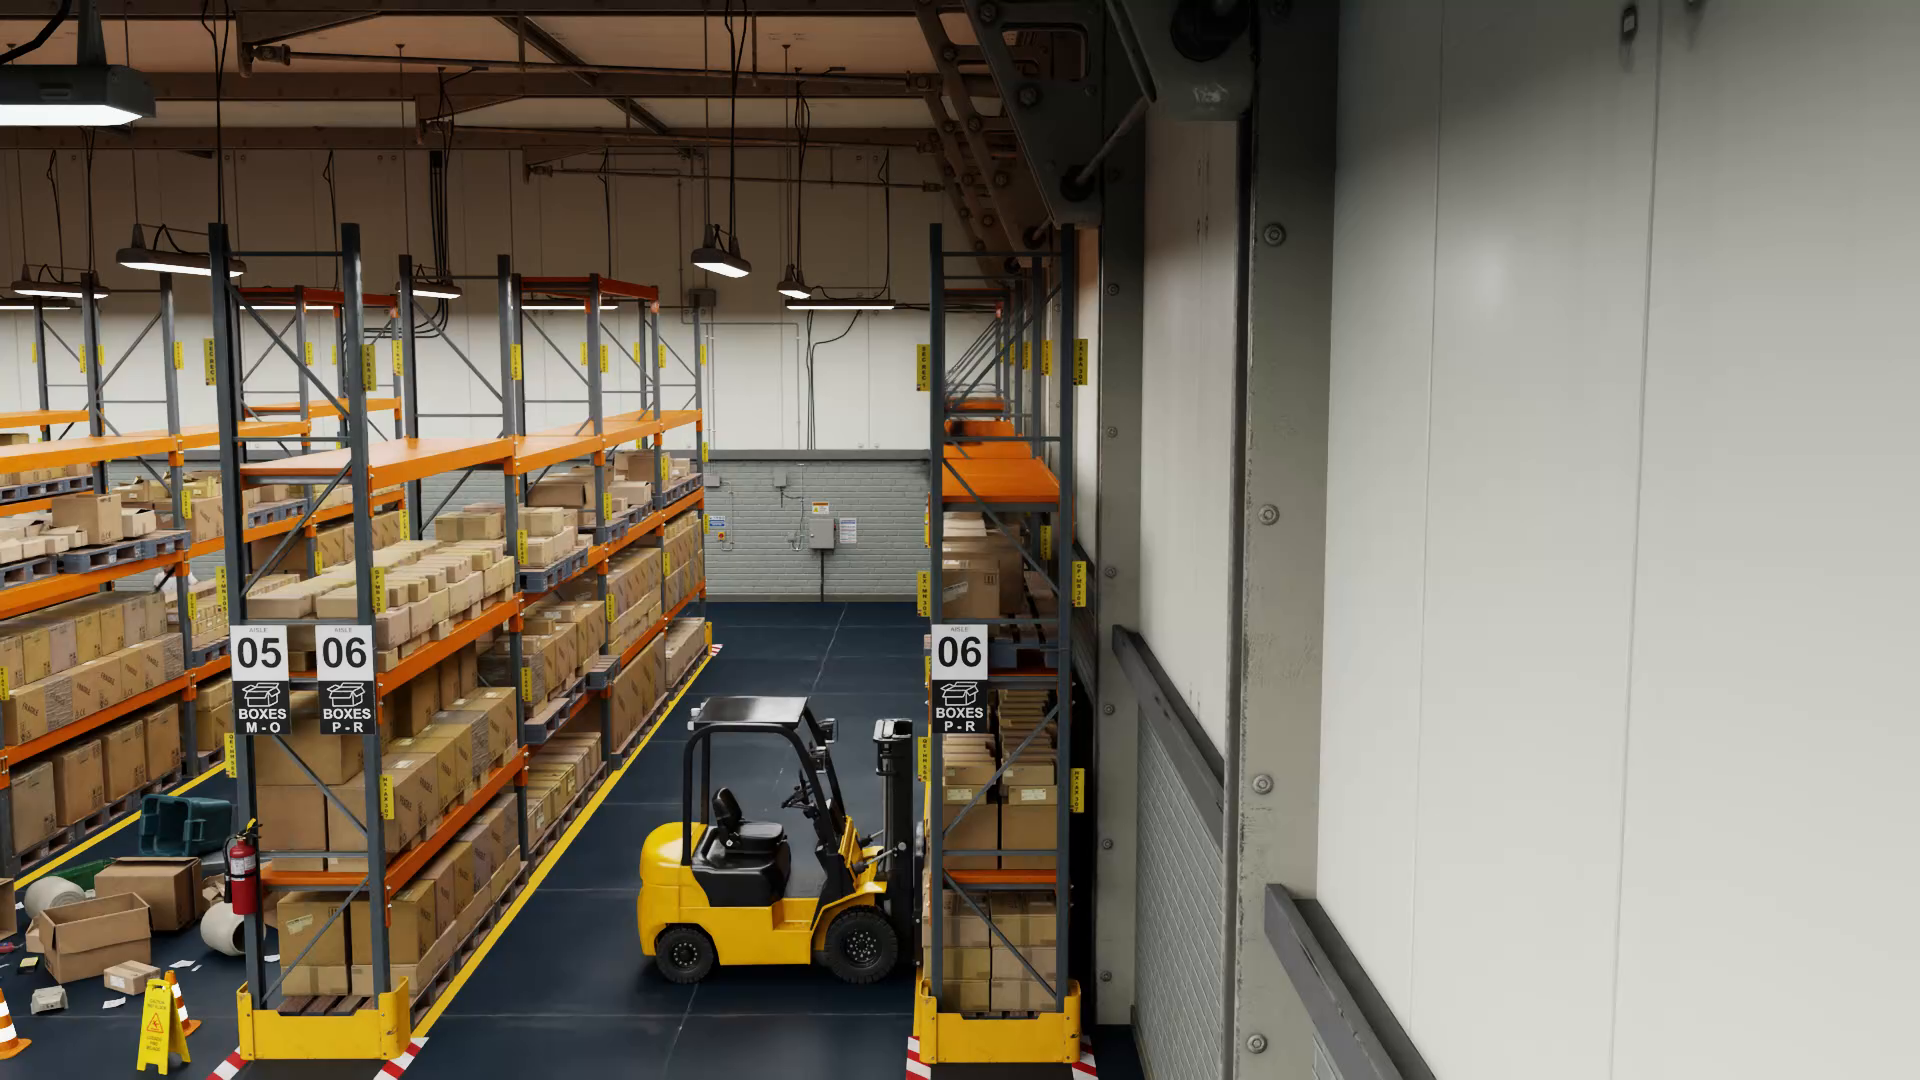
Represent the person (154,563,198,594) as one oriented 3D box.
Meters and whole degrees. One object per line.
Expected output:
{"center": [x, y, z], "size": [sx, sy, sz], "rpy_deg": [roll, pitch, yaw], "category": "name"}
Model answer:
{"center": [-12.943, 1.101, 27.537], "size": [0.769, 1.718, 1.004], "rpy_deg": [-2, 7, -18], "category": "person"}
